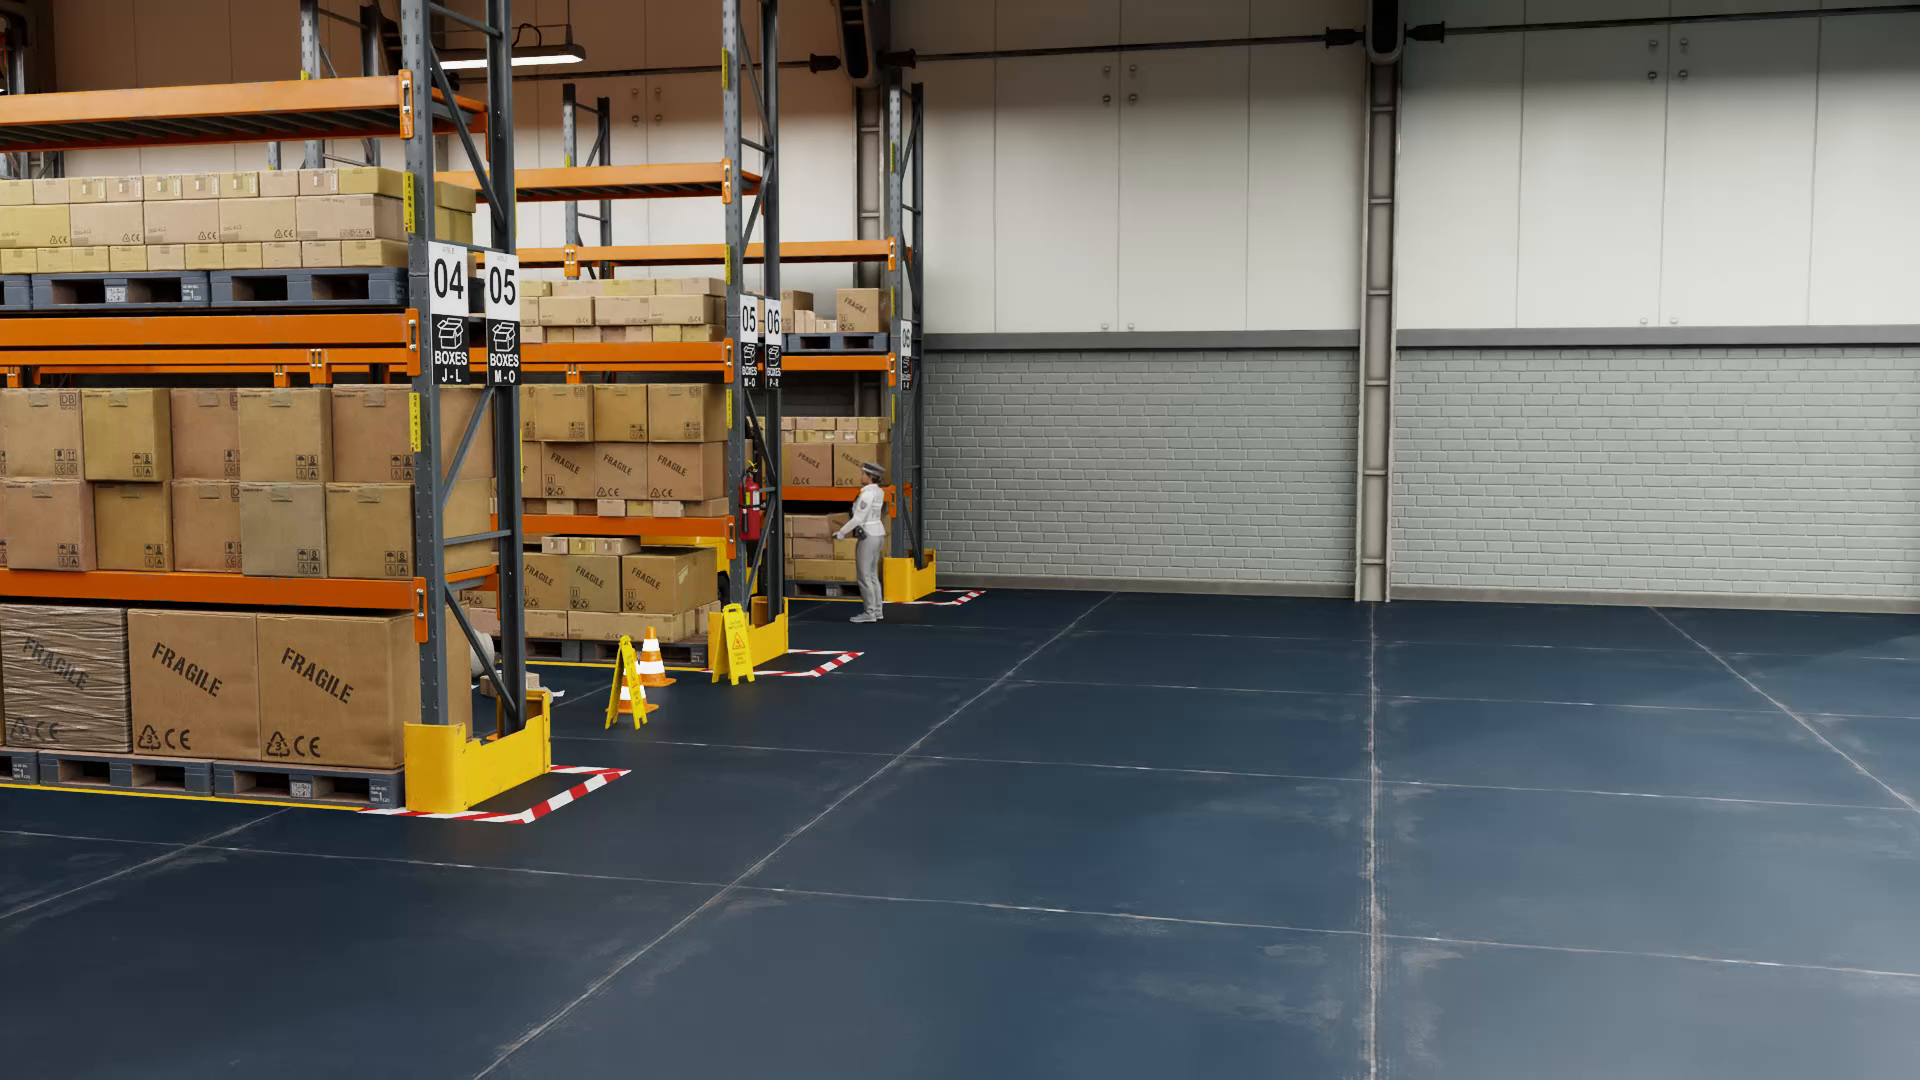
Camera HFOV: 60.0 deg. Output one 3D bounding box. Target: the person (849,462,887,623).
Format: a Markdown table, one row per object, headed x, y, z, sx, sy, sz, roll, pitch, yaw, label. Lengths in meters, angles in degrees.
| x | y | z | sx | sy | sz | roll | pitch | yaw | label |
| --- | --- | --- | --- | --- | --- | --- | --- | --- | --- |
| -0.955 | 0.020 | 17.296 | 0.365 | 1.664 | 0.515 | 1 | 5 | 12 | person |
